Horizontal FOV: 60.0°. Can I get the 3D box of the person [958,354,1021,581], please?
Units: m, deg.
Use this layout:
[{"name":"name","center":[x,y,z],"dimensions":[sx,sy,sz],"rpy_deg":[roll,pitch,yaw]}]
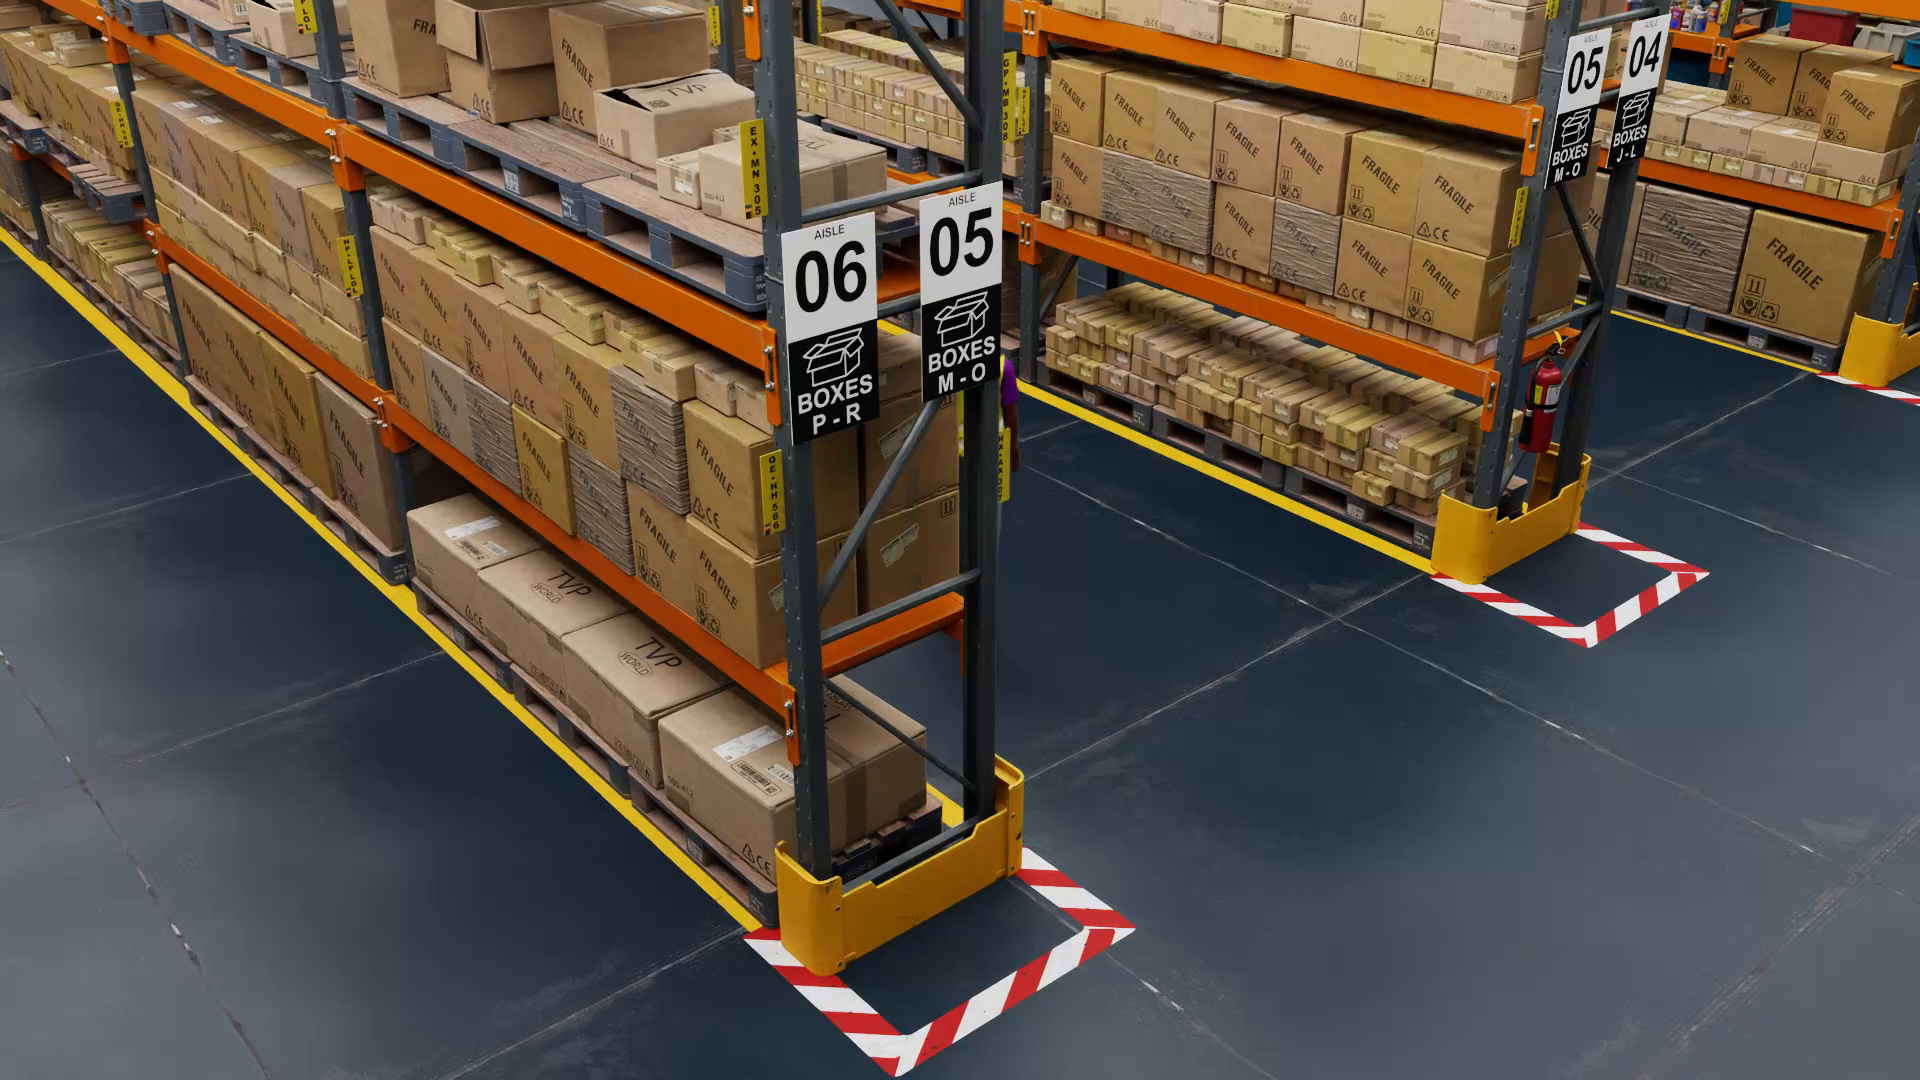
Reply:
[{"name":"person","center":[0.053,-0.551,9.608],"dimensions":[0.597,1.753,0.672],"rpy_deg":[1,28,1]}]
